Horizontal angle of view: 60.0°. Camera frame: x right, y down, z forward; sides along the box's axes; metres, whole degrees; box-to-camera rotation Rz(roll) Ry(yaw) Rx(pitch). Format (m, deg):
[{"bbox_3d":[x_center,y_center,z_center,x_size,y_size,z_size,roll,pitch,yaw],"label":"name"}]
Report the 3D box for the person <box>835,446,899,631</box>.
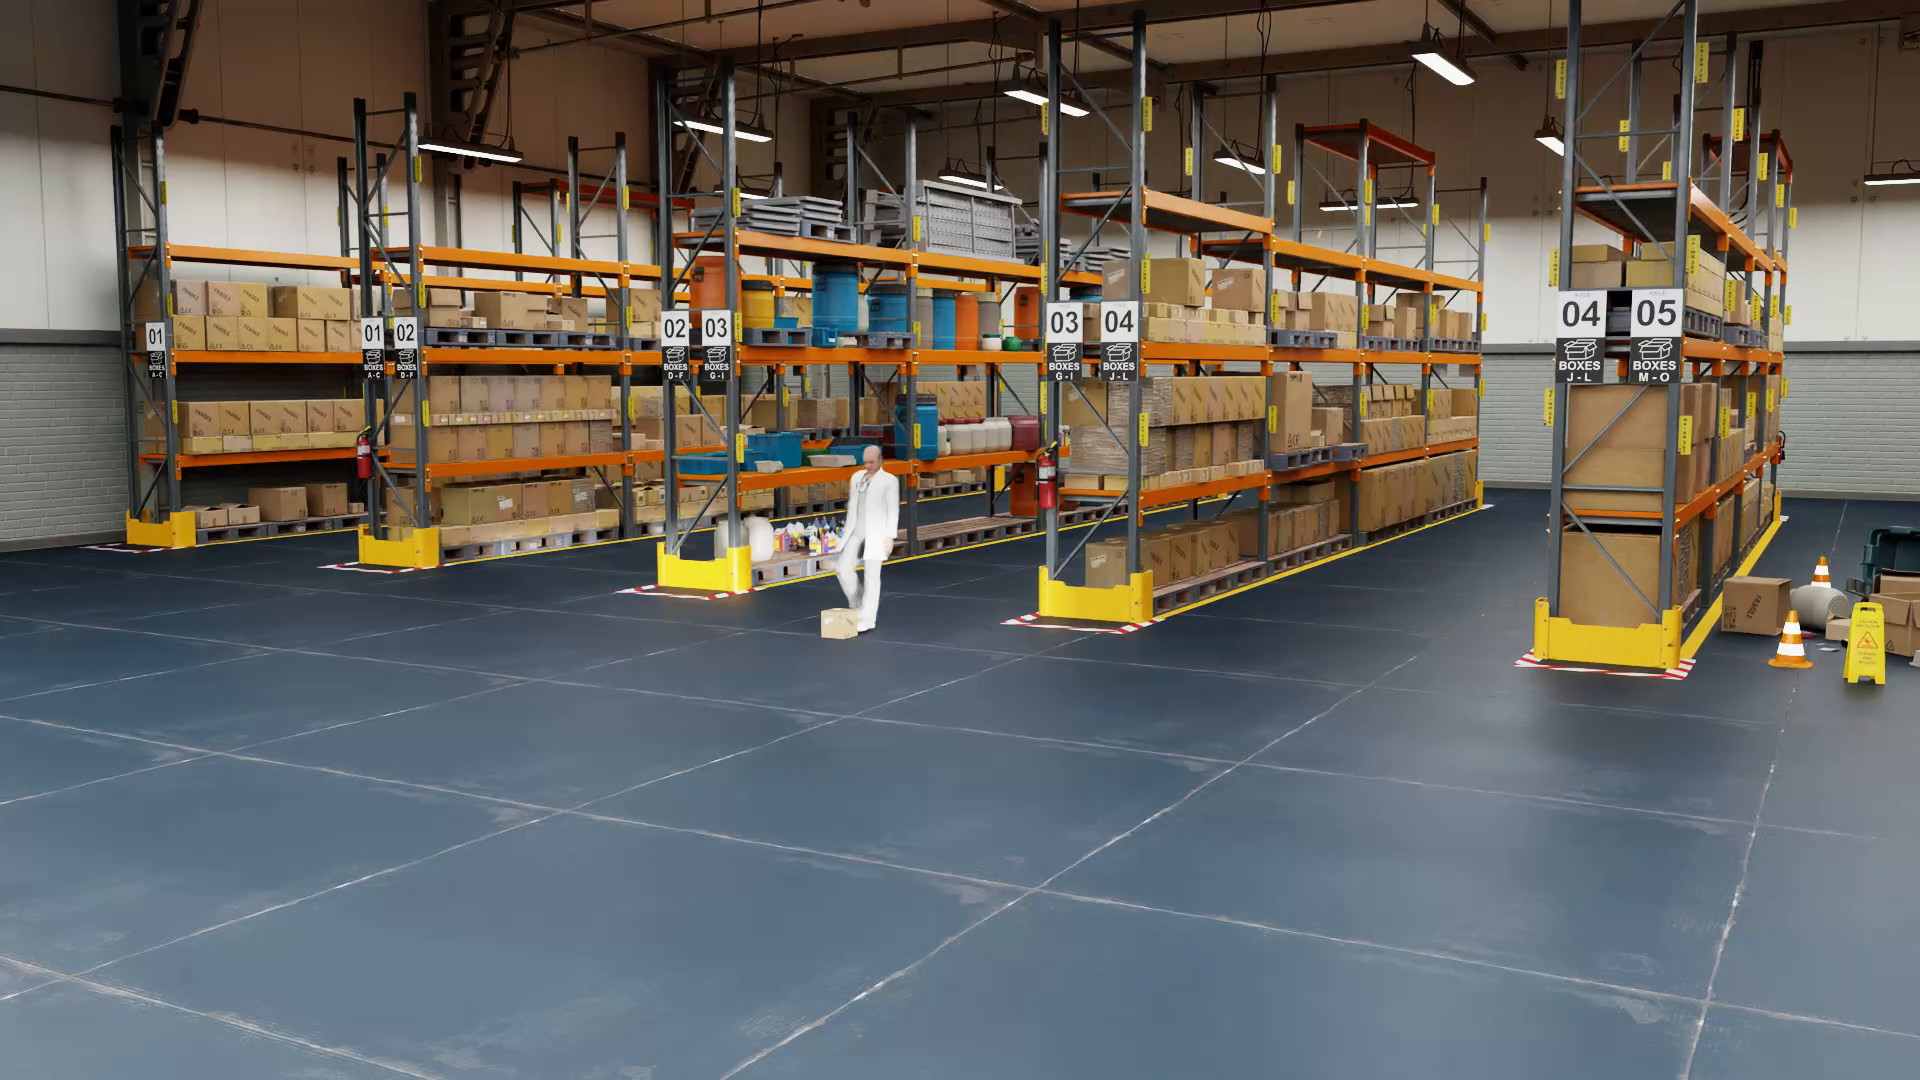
[{"bbox_3d":[-0.923,-0.027,16.122,0.607,1.771,0.585,3,7,28],"label":"person"}]
